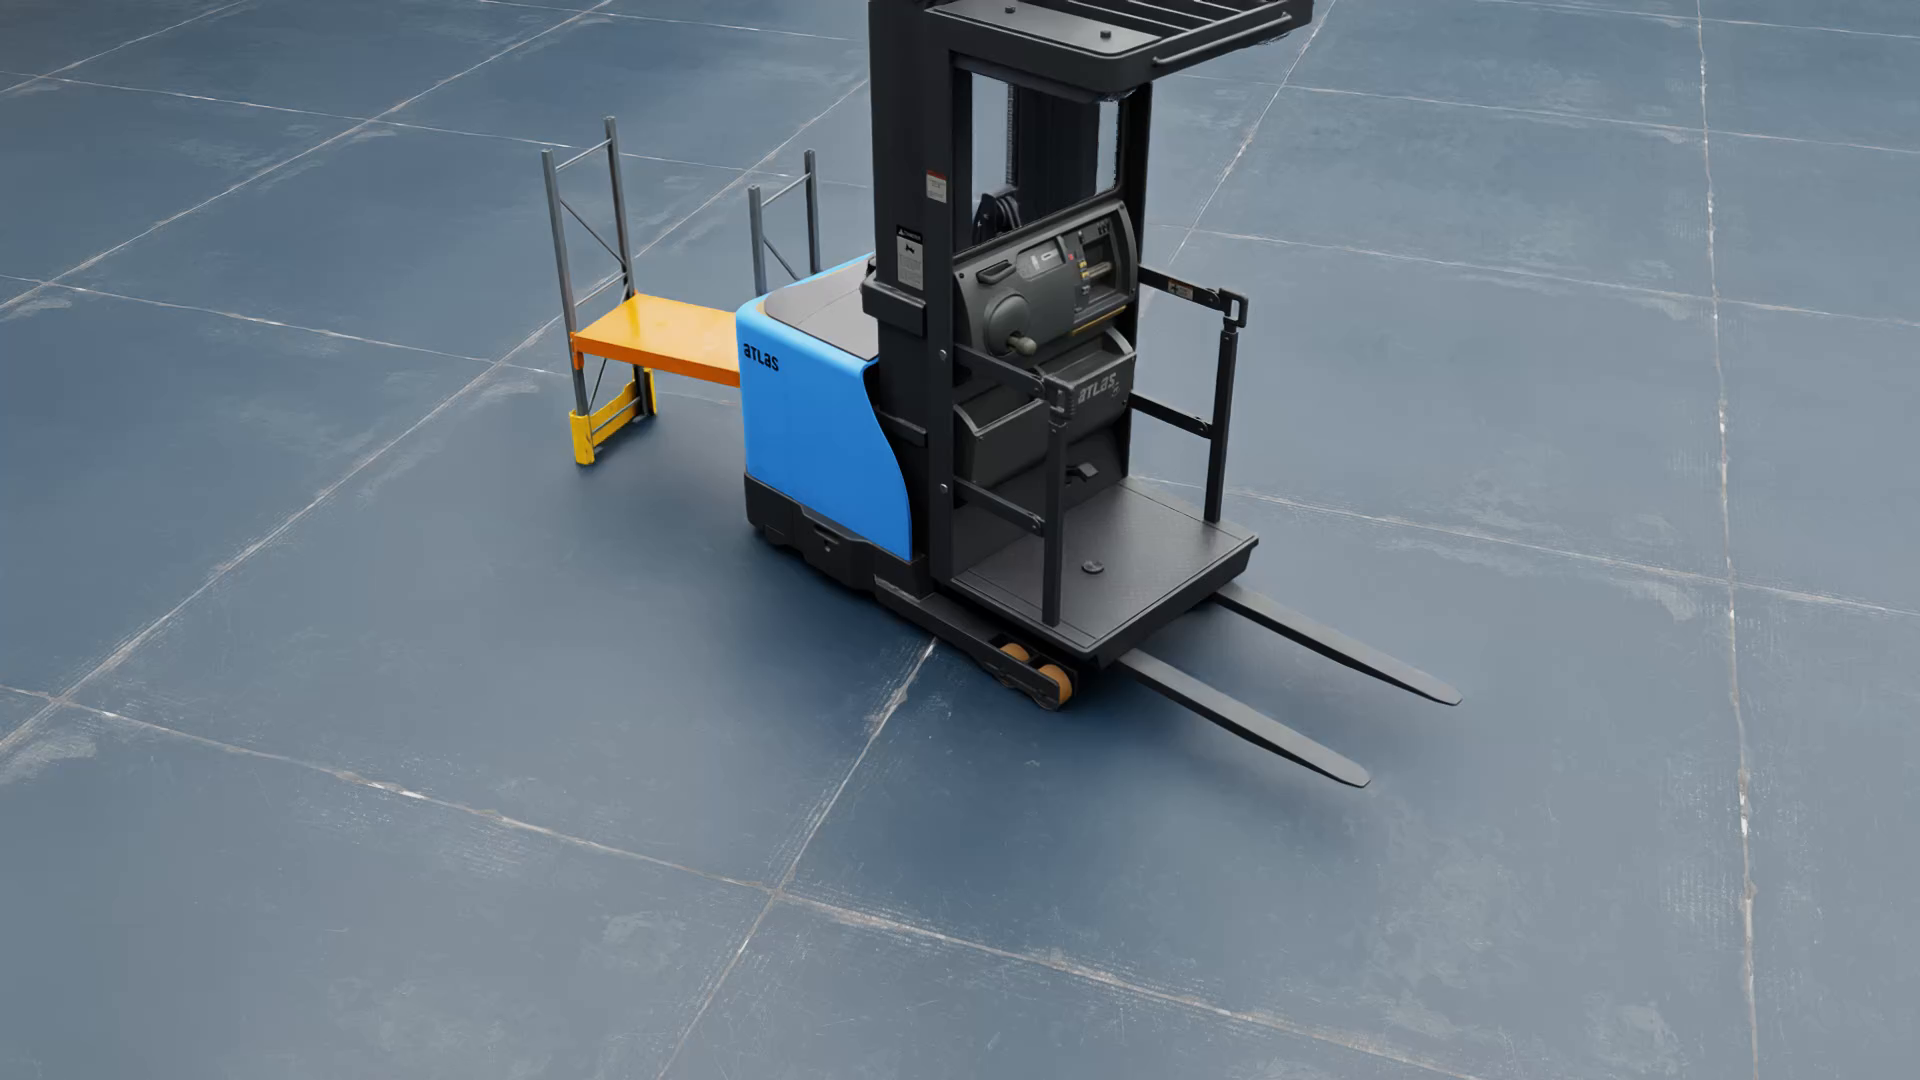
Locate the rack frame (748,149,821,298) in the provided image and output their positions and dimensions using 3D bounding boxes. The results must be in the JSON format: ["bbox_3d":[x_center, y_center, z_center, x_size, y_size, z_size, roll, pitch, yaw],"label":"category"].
[{"bbox_3d":[-0.733,-0.904,7.267,0.032,1.500,0.500,14,35,21],"label":"rack frame"}]

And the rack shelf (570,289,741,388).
[{"bbox_3d":[-1.194,-0.869,7.544,1.000,0.185,0.538,14,35,21],"label":"rack shelf"}]

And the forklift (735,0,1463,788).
[{"bbox_3d":[0.482,-0.915,5.964,3.031,2.935,1.130,27,42,35],"label":"forklift"}]

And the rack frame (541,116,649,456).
[{"bbox_3d":[-1.656,-1.136,7.626,0.032,1.500,0.500,14,35,21],"label":"rack frame"}]

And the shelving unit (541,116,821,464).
[{"bbox_3d":[-1.203,-1.022,7.450,1.083,1.500,0.587,14,35,21],"label":"shelving unit"}]

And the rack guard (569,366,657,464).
[{"bbox_3d":[-1.655,-0.610,7.965,0.087,0.250,0.587,14,35,21],"label":"rack guard"}]
